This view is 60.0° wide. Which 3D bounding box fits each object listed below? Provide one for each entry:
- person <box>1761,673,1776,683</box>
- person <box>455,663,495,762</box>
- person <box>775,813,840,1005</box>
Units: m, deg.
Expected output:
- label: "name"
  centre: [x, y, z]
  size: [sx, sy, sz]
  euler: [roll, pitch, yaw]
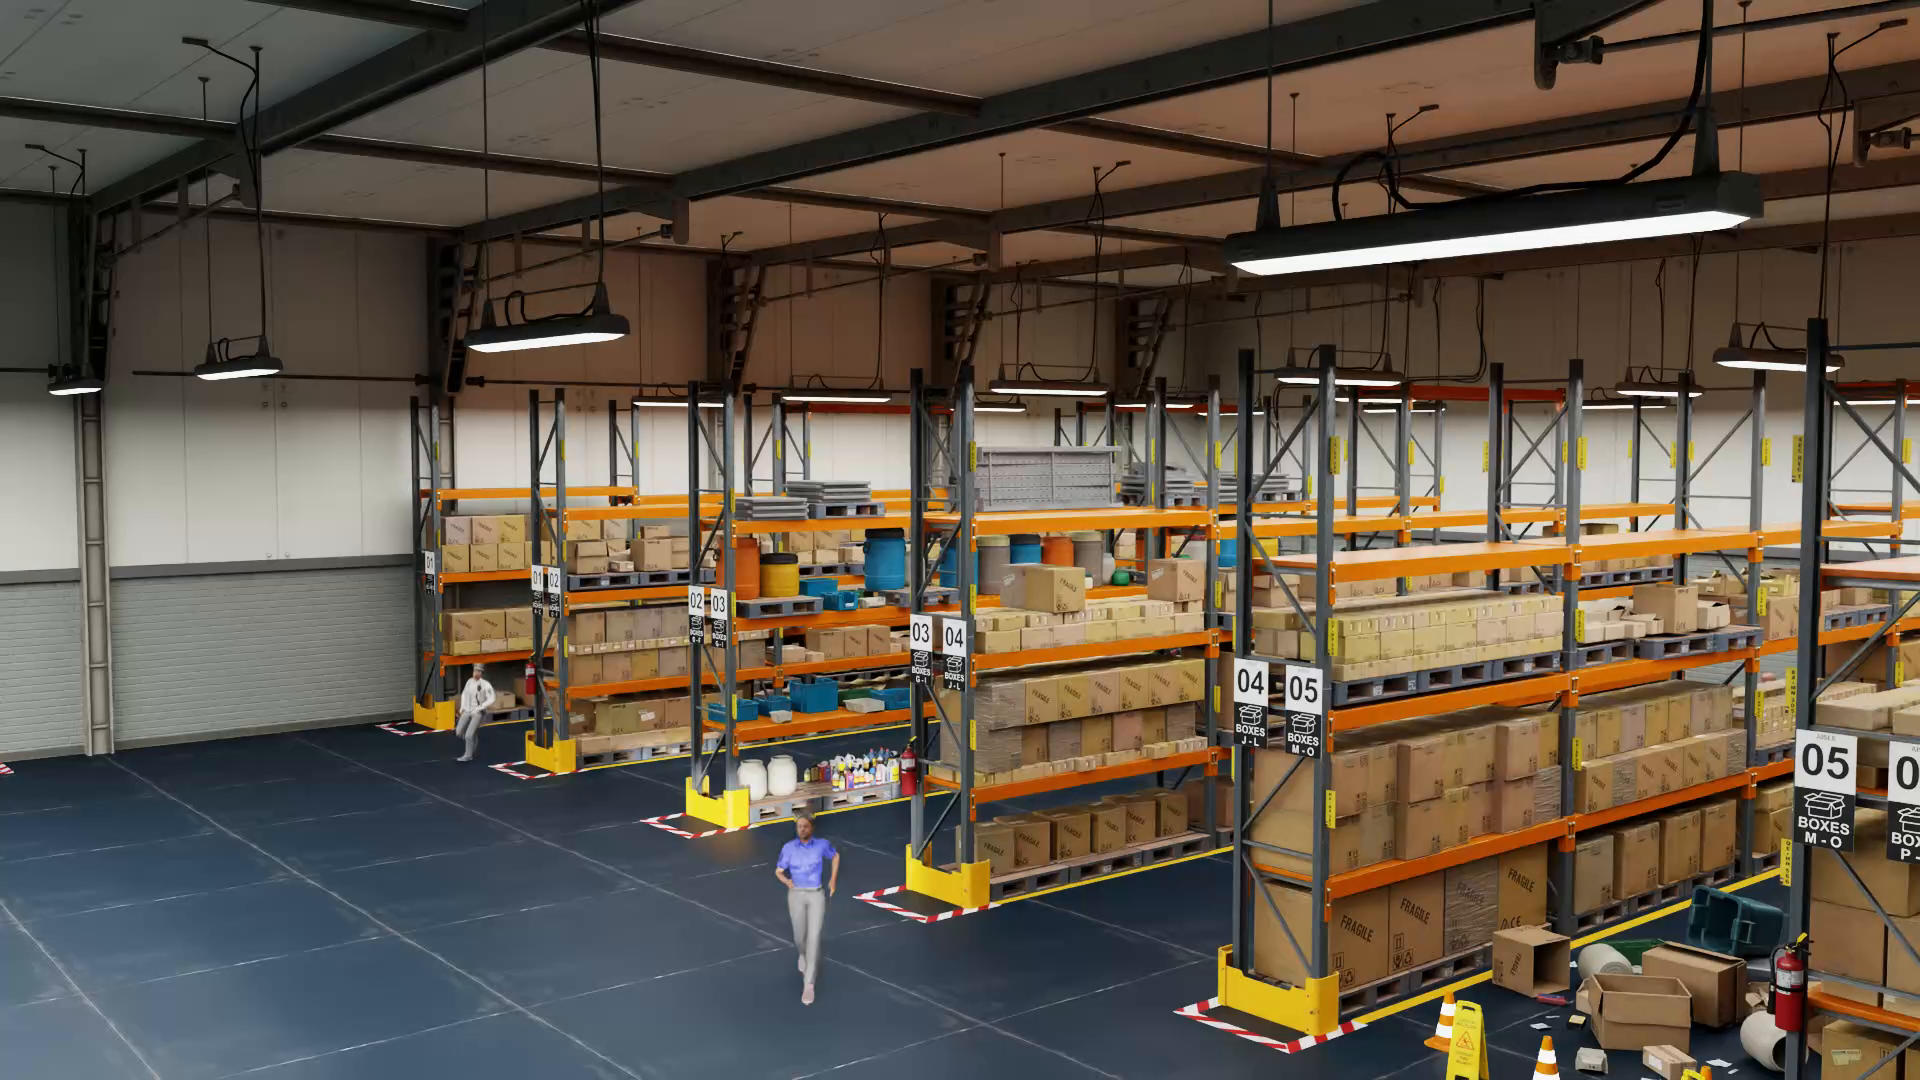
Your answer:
- label: "person"
  centre: [12.117, 2.837, 24.991]
  size: [0.645, 1.694, 0.639]
  euler: [-2, 4, -32]
- label: "person"
  centre: [-7.813, 2.775, 26.890]
  size: [0.659, 1.614, 0.507]
  euler: [1, 4, 23]
- label: "person"
  centre: [-1.447, 3.411, 15.704]
  size: [0.589, 1.672, 0.943]
  euler: [0, 3, 1]
